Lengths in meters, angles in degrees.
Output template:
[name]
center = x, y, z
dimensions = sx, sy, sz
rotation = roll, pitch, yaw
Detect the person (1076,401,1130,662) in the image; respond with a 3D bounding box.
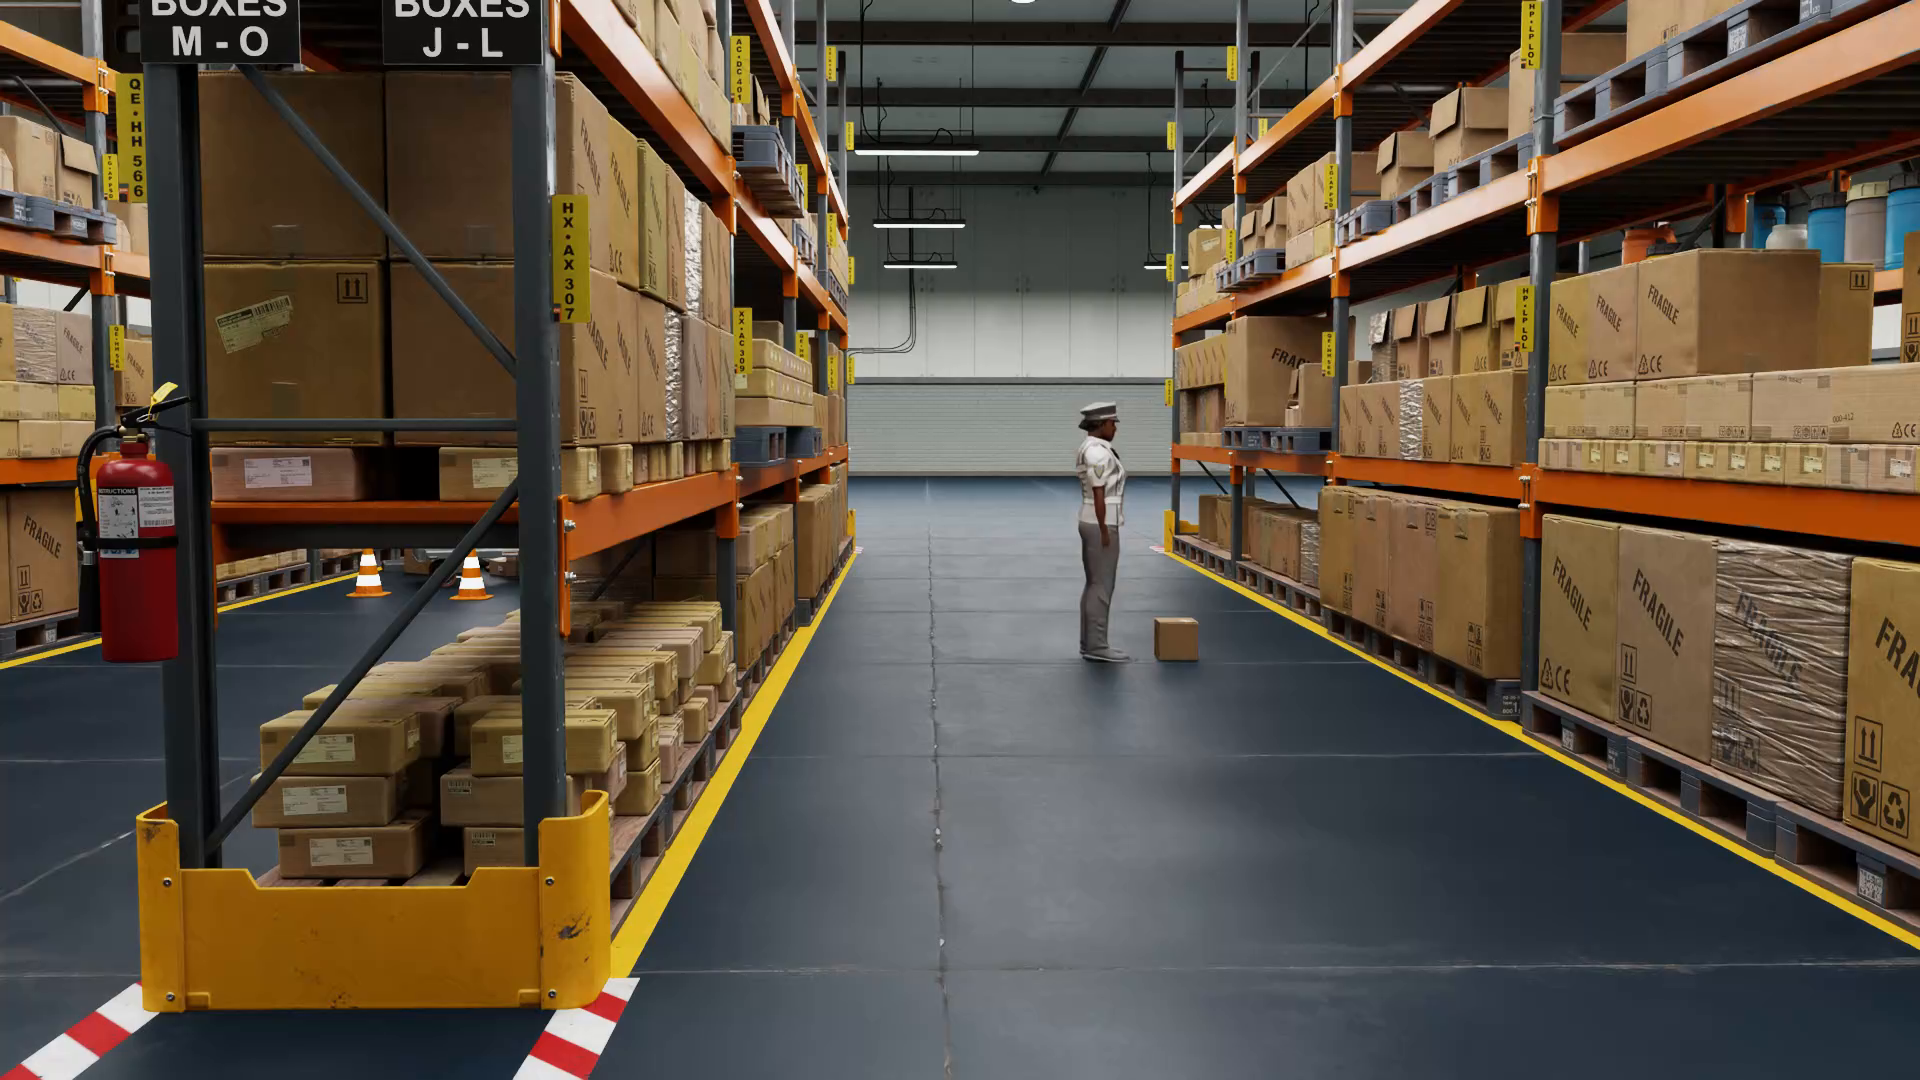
[person]
center = 0.924, -0.057, 10.825
dimensions = 0.344, 1.678, 0.442
rotation = 0, 4, 0
